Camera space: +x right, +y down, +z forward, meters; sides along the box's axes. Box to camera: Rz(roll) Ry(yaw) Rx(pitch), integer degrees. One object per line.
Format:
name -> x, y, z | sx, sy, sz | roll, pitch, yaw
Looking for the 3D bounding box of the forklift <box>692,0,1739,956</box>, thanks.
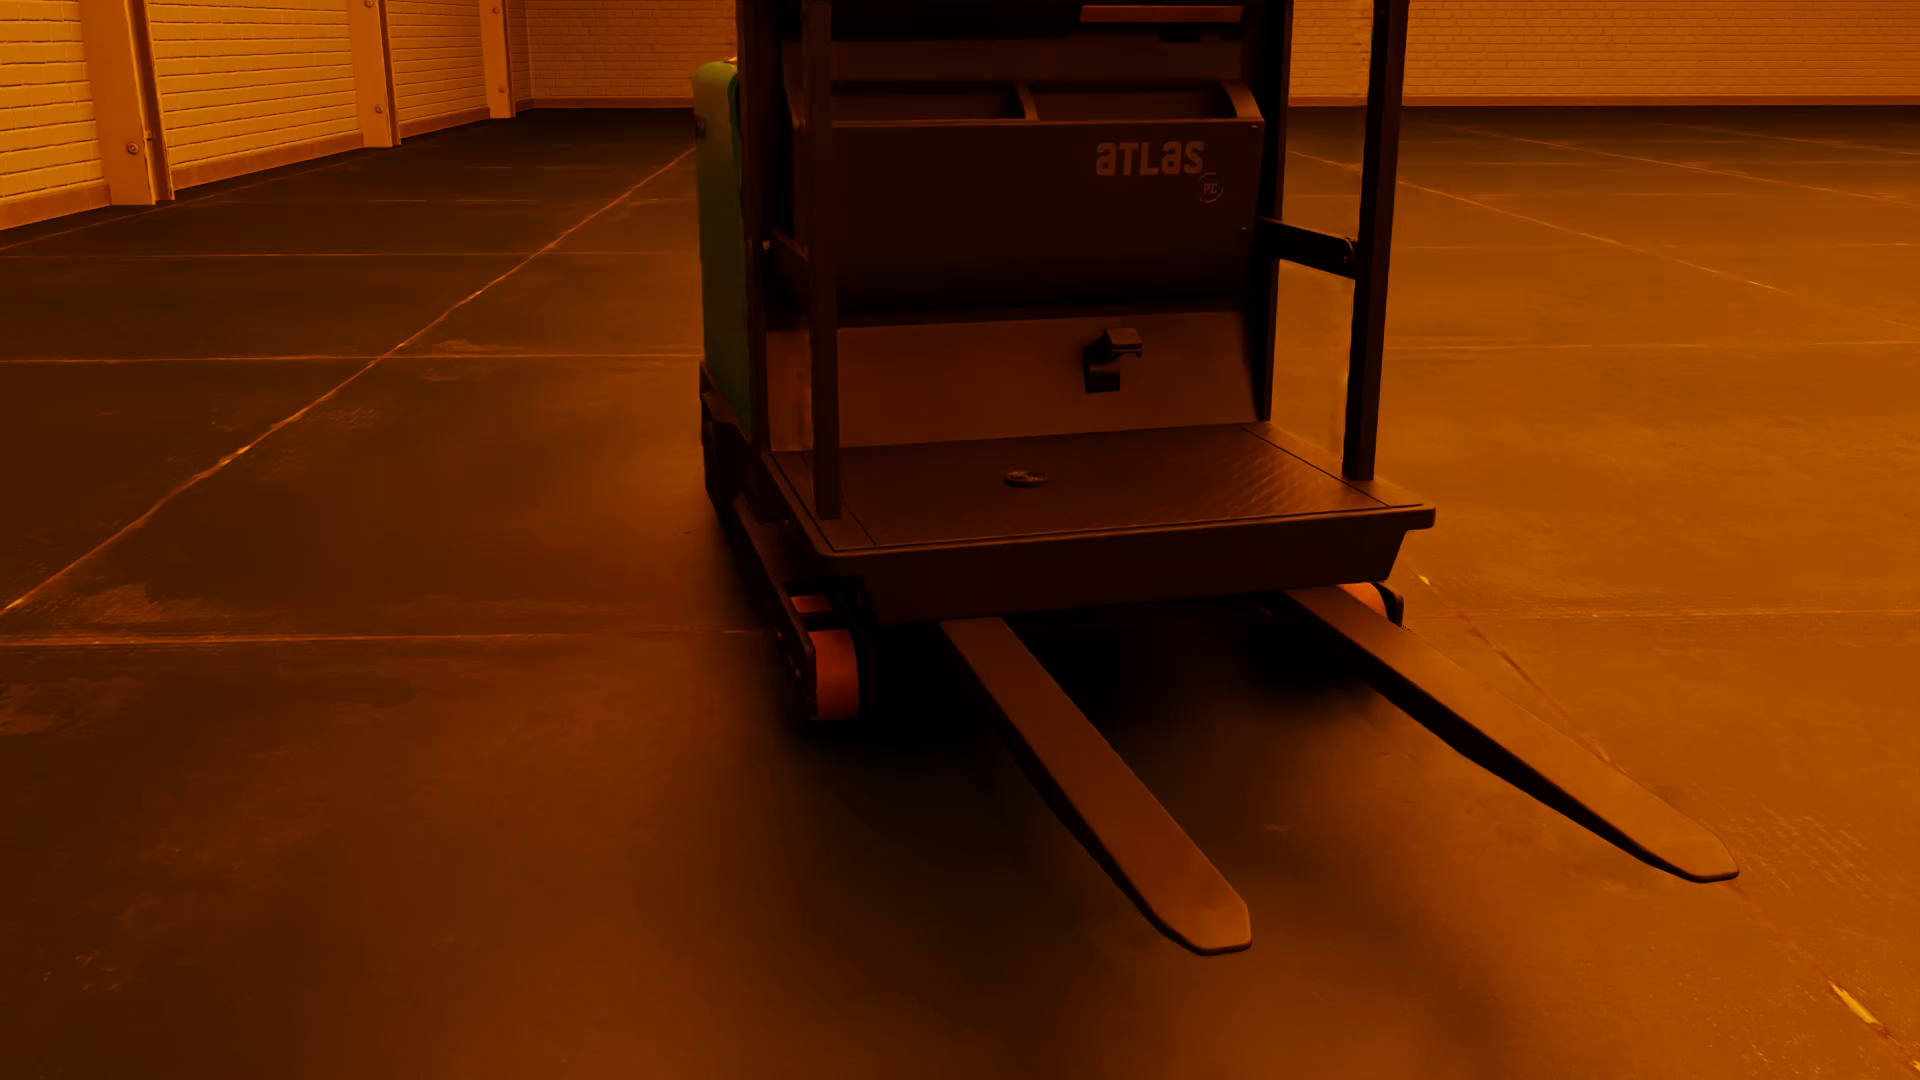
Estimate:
forklift -> 0.185, -1.209, 2.861 | 1.130, 2.935, 3.031 | -4, 18, -14
